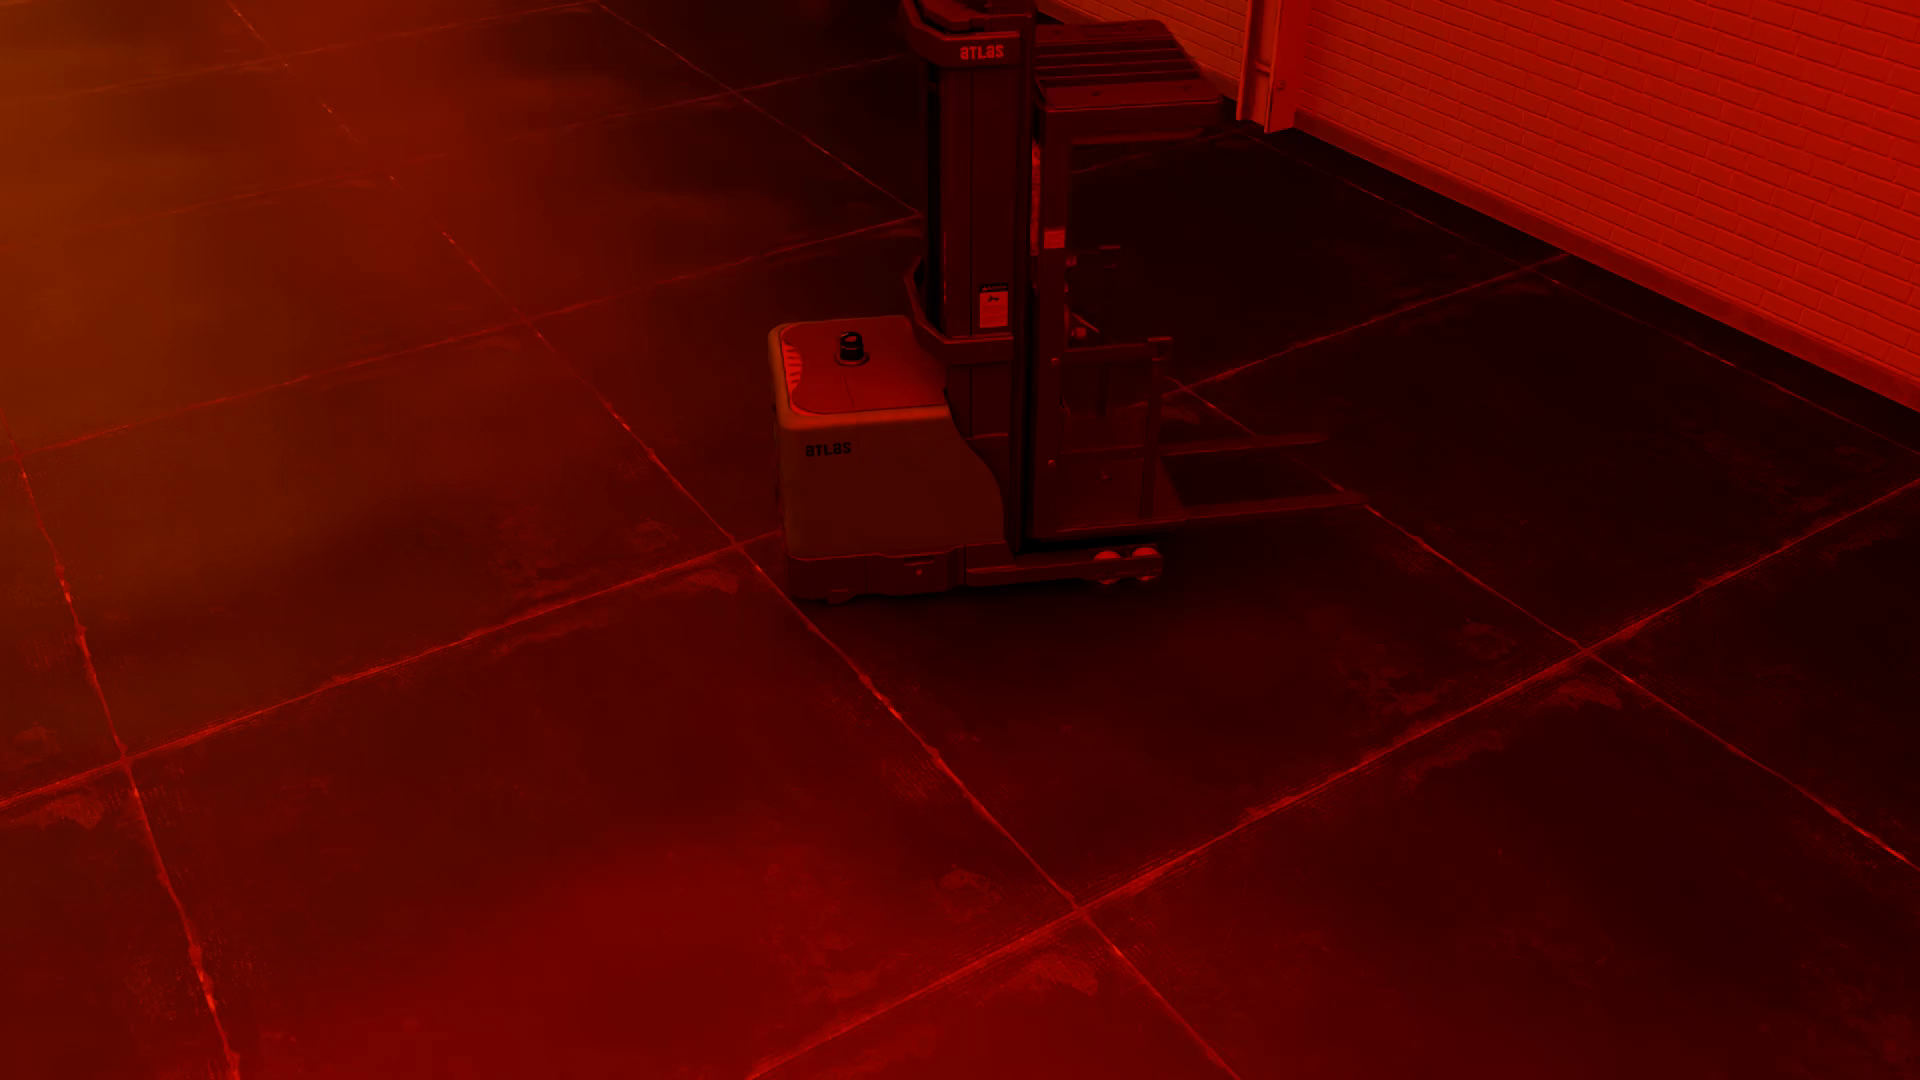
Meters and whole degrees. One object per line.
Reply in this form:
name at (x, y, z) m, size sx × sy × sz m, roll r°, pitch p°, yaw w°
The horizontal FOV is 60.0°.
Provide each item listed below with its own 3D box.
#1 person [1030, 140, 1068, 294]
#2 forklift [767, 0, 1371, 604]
person at (0.532, -2.430, 10.714) m, size 0.394 × 1.668 × 0.484 m, roll 0°, pitch 35°, yaw 0°
forklift at (0.579, -1.274, 7.960) m, size 3.031 × 2.935 × 1.130 m, roll -5°, pitch 35°, yaw -7°
